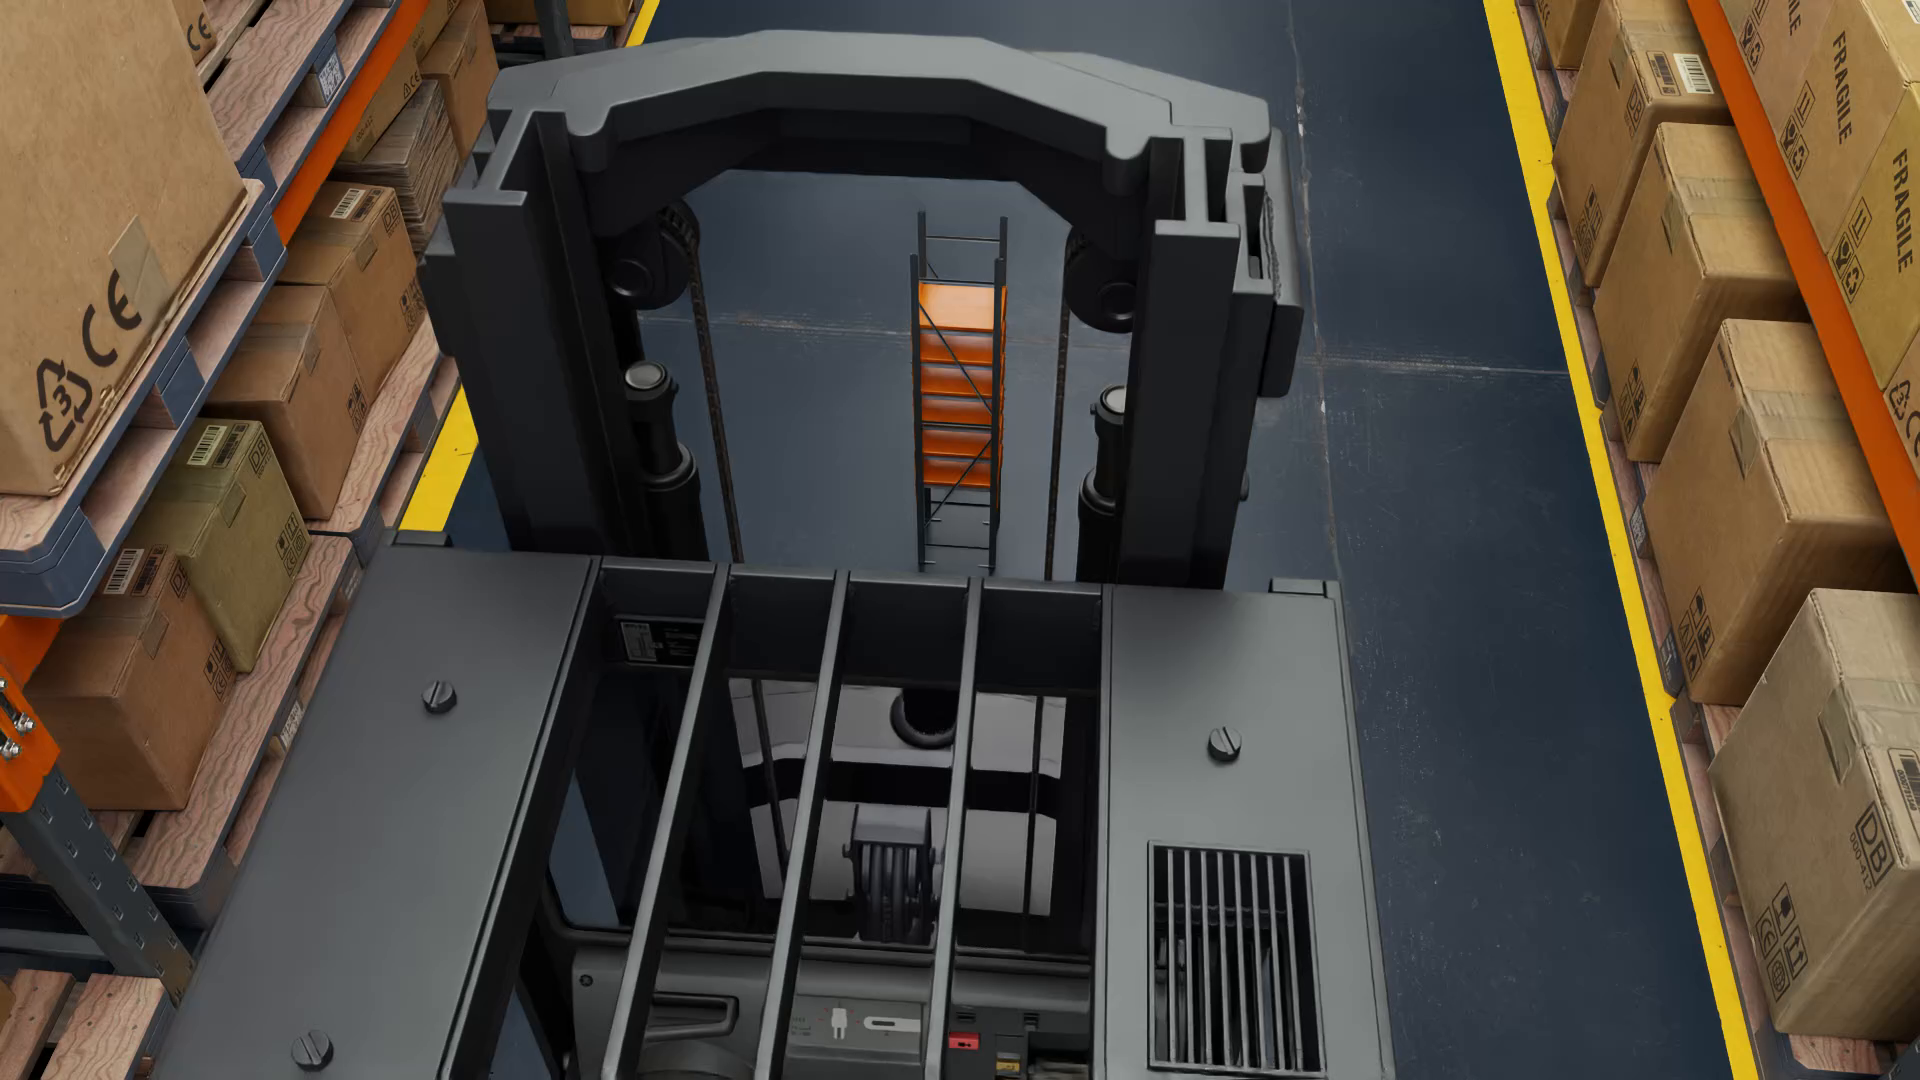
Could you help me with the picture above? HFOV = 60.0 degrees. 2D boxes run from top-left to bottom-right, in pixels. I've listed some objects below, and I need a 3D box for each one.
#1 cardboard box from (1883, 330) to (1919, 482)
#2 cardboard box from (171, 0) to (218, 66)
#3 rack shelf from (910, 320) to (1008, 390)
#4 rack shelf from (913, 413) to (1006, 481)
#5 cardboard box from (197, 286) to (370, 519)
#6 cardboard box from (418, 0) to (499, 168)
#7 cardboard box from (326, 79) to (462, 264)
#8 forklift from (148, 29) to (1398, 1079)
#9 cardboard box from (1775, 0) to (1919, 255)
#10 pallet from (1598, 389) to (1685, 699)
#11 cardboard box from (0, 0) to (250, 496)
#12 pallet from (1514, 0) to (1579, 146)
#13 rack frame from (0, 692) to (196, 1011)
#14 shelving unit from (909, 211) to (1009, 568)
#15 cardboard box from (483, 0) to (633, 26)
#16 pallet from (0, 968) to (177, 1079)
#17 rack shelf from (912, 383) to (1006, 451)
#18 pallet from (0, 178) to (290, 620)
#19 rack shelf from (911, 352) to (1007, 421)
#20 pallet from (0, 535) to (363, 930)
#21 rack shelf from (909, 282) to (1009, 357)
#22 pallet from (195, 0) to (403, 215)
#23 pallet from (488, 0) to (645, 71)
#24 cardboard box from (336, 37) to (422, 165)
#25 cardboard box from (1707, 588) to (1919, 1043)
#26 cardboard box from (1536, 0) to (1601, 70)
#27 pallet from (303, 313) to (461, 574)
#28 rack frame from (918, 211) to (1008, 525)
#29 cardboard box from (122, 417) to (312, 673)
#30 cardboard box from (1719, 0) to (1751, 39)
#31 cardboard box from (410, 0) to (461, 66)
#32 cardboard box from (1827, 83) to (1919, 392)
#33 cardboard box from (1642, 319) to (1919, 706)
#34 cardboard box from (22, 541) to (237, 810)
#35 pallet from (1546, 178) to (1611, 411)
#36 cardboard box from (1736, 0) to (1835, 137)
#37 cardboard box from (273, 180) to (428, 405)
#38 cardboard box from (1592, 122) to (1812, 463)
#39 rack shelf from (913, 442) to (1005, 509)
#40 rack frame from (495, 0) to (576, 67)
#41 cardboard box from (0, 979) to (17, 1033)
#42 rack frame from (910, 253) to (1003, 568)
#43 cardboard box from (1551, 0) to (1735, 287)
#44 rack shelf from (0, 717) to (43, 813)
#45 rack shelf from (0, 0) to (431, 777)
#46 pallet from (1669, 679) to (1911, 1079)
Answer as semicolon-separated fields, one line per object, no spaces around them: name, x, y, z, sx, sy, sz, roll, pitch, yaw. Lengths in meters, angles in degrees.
cardboard box;2.325;-0.297;3.421;0.500;0.500;0.500;3;48;3
cardboard box;-2.366;-1.355;4.102;0.797;0.503;0.637;8;48;8
rack shelf;-0.001;-0.526;4.653;0.258;0.103;0.180;4;48;4
rack shelf;-0.001;-0.283;4.919;0.258;0.103;0.180;4;48;4
cardboard box;-2.242;-0.413;4.991;0.700;0.500;0.500;0;48;0
cardboard box;-2.109;-1.648;6.121;0.700;0.500;0.500;2;48;1
cardboard box;-2.147;-1.240;5.747;0.700;0.500;0.500;0;48;0
forklift;-0.140;0.934;2.409;1.130;2.935;3.031;3;48;3
cardboard box;2.415;-1.041;4.102;0.500;0.500;0.500;3;48;3
pallet;2.602;-0.020;5.125;1.003;0.211;1.213;4;48;4
cardboard box;-2.221;-0.817;3.273;1.000;1.000;1.000;4;48;4
pallet;2.935;-2.062;6.993;1.003;0.211;1.213;4;48;4
rack frame;-2.432;0.102;3.124;1.000;3.000;0.127;4;48;4
shelving unit;-0.001;-0.394;4.798;0.258;1.200;0.189;4;48;4
cardboard box;-1.984;-2.768;6.904;1.225;0.875;0.875;2;48;2
pallet;-2.458;1.539;3.699;1.003;0.211;1.213;4;48;4
rack shelf;-0.001;-0.364;4.830;0.258;0.103;0.180;4;48;4
pallet;-2.218;-0.385;3.699;1.003;0.211;1.213;4;48;4
rack shelf;-0.001;-0.445;4.742;0.258;0.103;0.180;4;48;4
pallet;-2.363;0.471;4.676;1.003;0.211;1.213;4;48;4
rack shelf;-0.001;-0.607;4.565;0.258;0.103;0.180;4;48;4
pallet;-2.207;-1.315;4.550;1.003;0.211;1.213;4;48;4
pallet;-1.921;-2.470;7.366;1.003;0.211;1.213;4;48;4
cardboard box;-2.137;-1.510;5.486;0.500;0.250;0.500;9;48;8
cardboard box;2.465;0.665;3.849;1.050;0.750;0.750;4;48;3
cardboard box;2.662;-2.229;6.665;0.500;0.500;0.500;4;48;3
pallet;-2.254;-0.428;5.498;1.003;0.211;1.213;4;48;4
rack frame;0.007;-0.462;4.859;0.240;1.200;0.006;4;48;4
cardboard box;-2.293;-0.002;4.615;0.700;0.500;0.500;4;48;3
cardboard box;2.509;-1.778;4.775;0.500;0.500;0.500;3;48;3
cardboard box;-2.099;-1.901;5.843;0.500;0.250;0.500;6;48;5
cardboard box;2.371;-0.668;3.760;0.500;0.500;0.500;4;48;4
cardboard box;2.556;-0.043;4.497;1.050;0.750;0.750;4;48;4
cardboard box;-2.355;0.347;4.295;0.700;0.500;0.500;1;48;1
pallet;2.715;-0.914;5.943;1.003;0.211;1.213;4;48;4
cardboard box;2.463;-1.407;4.436;0.500;0.500;0.500;4;48;3
cardboard box;-2.192;-0.823;5.366;0.700;0.500;0.500;7;48;7
cardboard box;2.641;-0.728;5.123;1.050;0.750;0.750;5;48;4
rack shelf;-0.001;-0.202;5.007;0.258;0.103;0.180;4;48;4
rack frame;-2.068;-2.837;5.812;1.000;3.000;0.127;4;48;4
cardboard box;-2.509;1.095;3.625;0.500;0.500;0.500;3;48;2
rack frame;-0.010;-0.327;4.736;0.240;1.200;0.006;4;48;4
cardboard box;2.717;-1.371;5.711;1.050;0.750;0.750;3;48;3
rack shelf;-2.615;1.815;2.045;1.077;0.370;4.000;4;48;4
rack shelf;-2.250;-1.125;4.734;1.077;0.370;4.000;4;48;4
pallet;2.493;0.879;4.303;1.003;0.211;1.213;4;48;4
